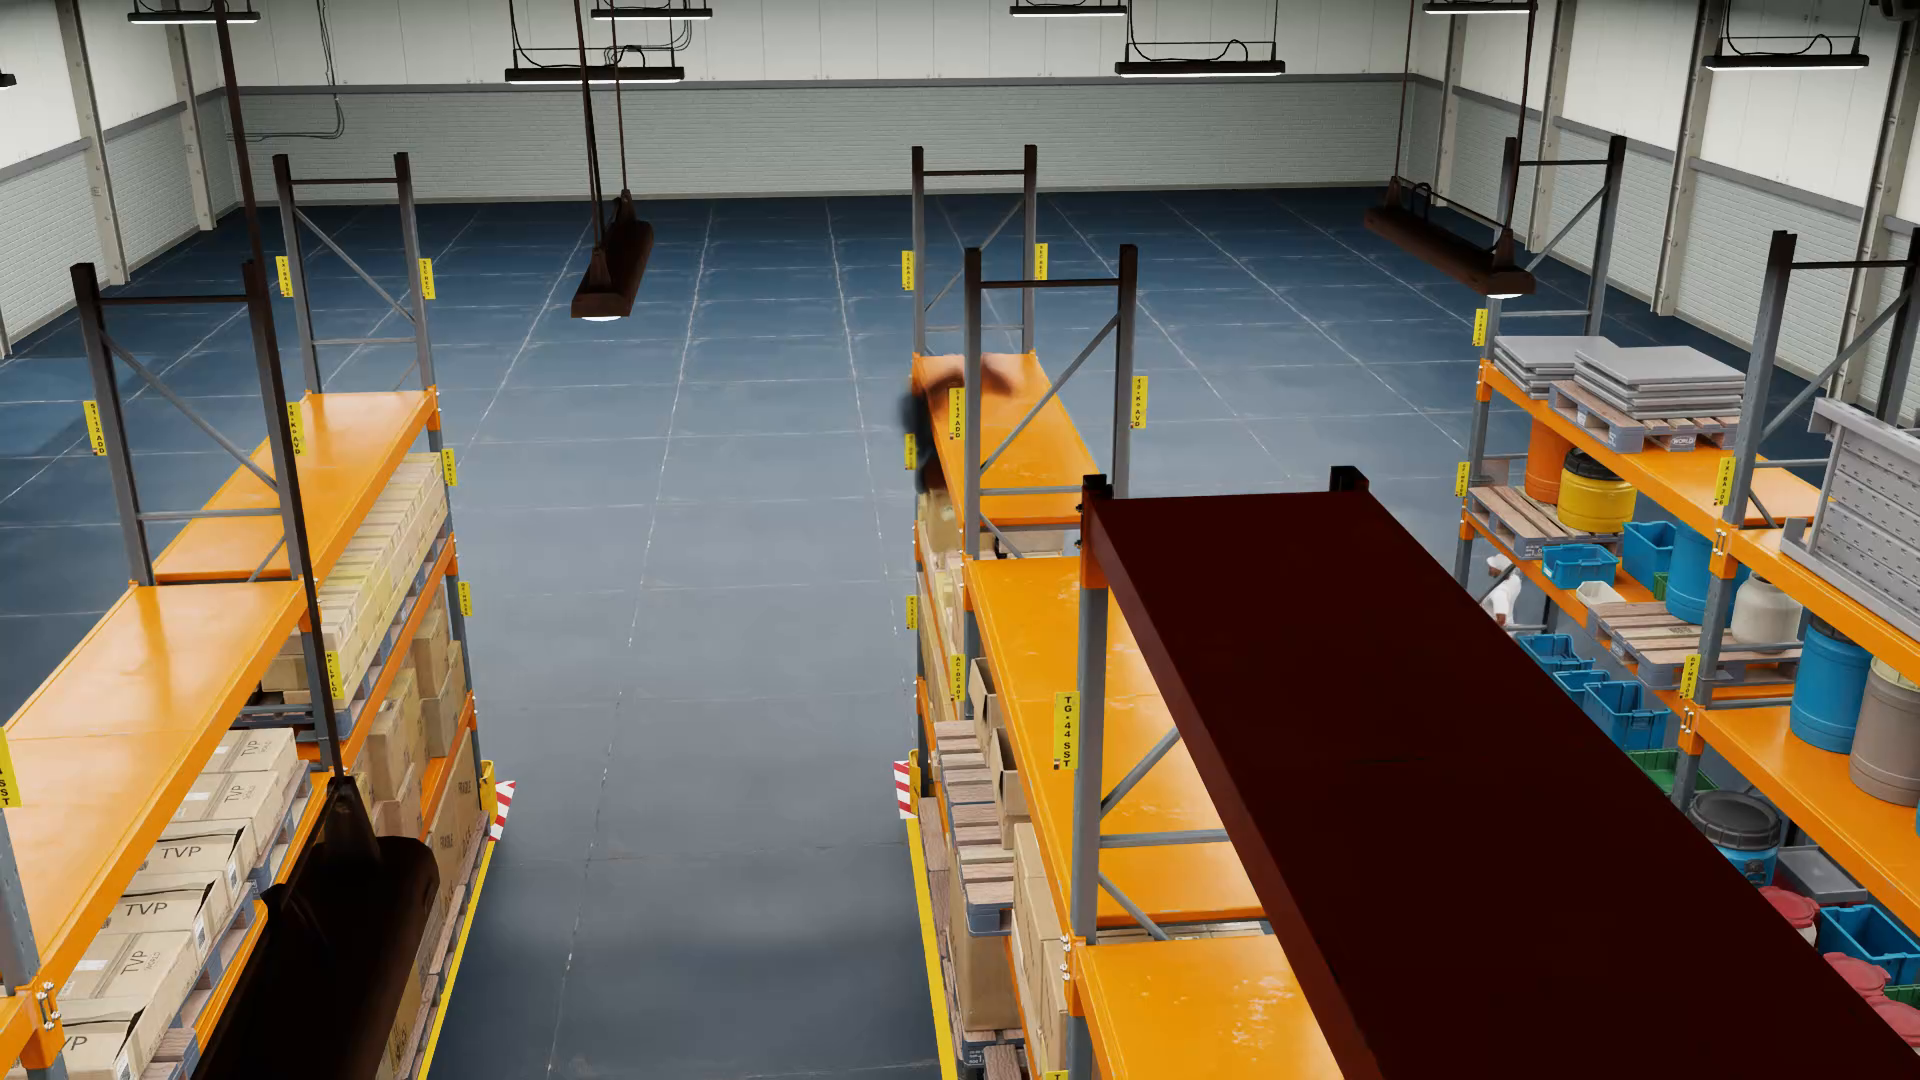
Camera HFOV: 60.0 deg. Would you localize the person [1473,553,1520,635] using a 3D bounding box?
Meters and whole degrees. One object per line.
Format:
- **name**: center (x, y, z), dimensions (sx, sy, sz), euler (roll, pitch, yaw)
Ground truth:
- **person**: center (5.410, 0.940, 16.932), dimensions (0.671, 1.789, 0.769), euler (19, 28, 39)
